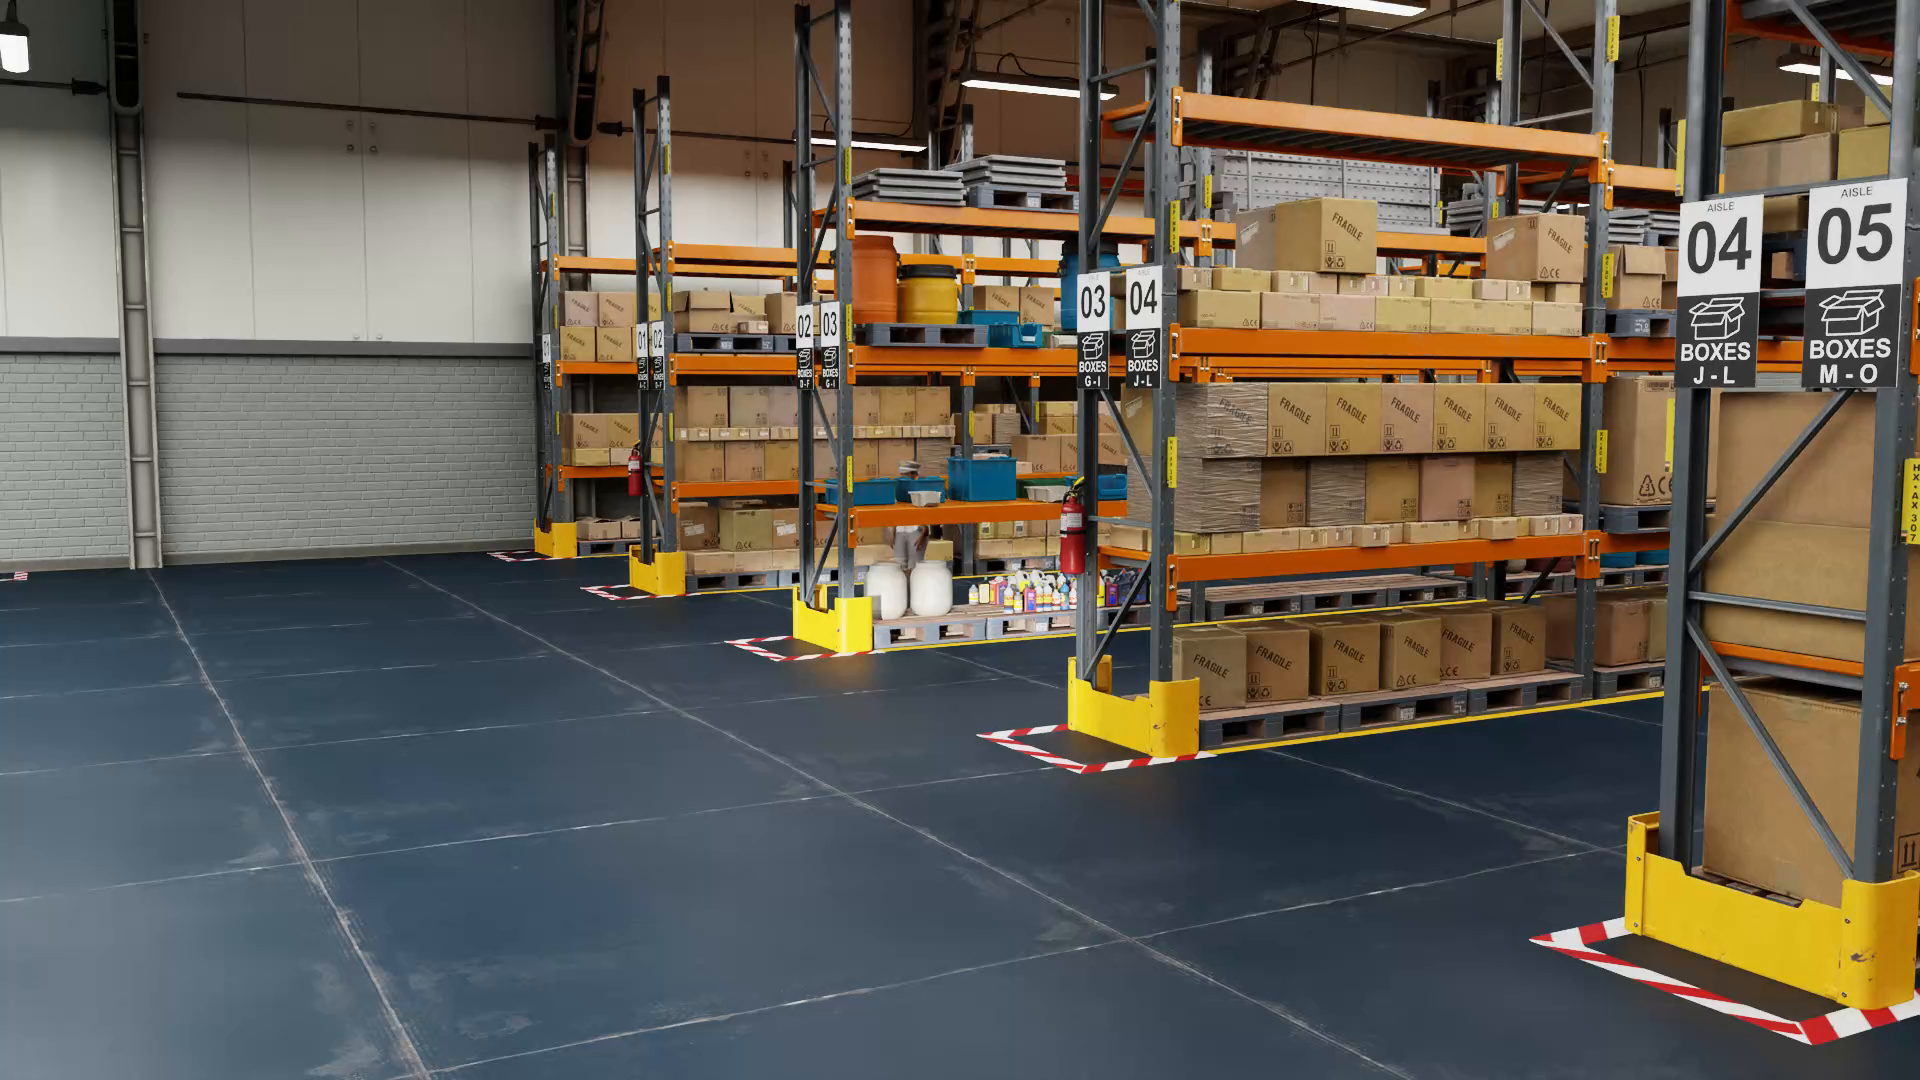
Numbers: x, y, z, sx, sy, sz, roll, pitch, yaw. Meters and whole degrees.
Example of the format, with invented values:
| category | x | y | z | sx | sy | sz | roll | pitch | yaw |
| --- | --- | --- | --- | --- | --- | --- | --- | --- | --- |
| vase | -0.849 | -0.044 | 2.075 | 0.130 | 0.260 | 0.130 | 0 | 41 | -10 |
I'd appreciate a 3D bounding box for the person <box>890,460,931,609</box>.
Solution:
| category | x | y | z | sx | sy | sz | roll | pitch | yaw |
| --- | --- | --- | --- | --- | --- | --- | --- | --- | --- |
| person | -0.545 | -0.021 | 17.701 | 0.498 | 1.665 | 0.424 | 4 | 7 | 41 |
